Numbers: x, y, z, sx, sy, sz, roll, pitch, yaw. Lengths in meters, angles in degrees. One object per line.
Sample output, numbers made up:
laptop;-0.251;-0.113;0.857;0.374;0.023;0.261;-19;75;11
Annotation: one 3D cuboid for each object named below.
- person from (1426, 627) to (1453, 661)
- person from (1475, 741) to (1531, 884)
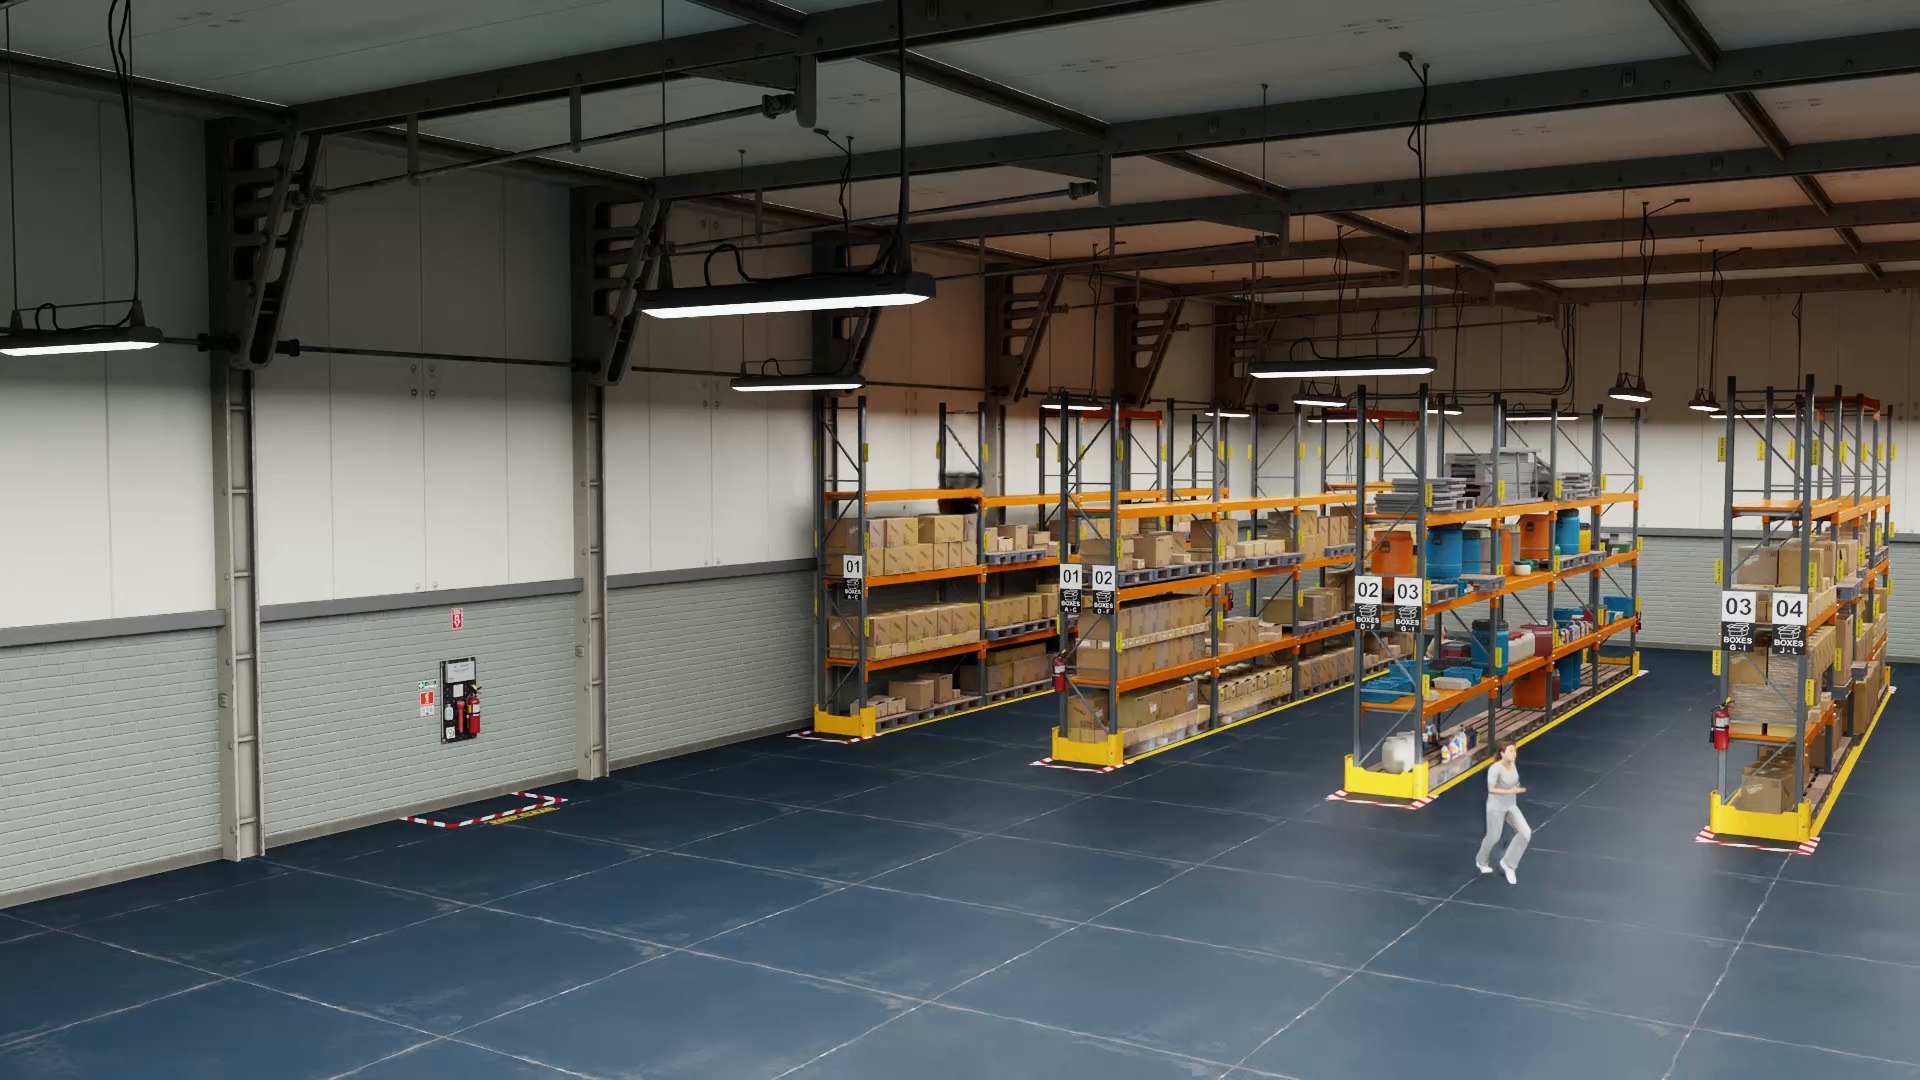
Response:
person;9.324;2.483;32.185;0.591;1.641;0.794;2;3;27
person;6.319;3.148;19.403;0.589;1.666;0.807;-2;3;-27
